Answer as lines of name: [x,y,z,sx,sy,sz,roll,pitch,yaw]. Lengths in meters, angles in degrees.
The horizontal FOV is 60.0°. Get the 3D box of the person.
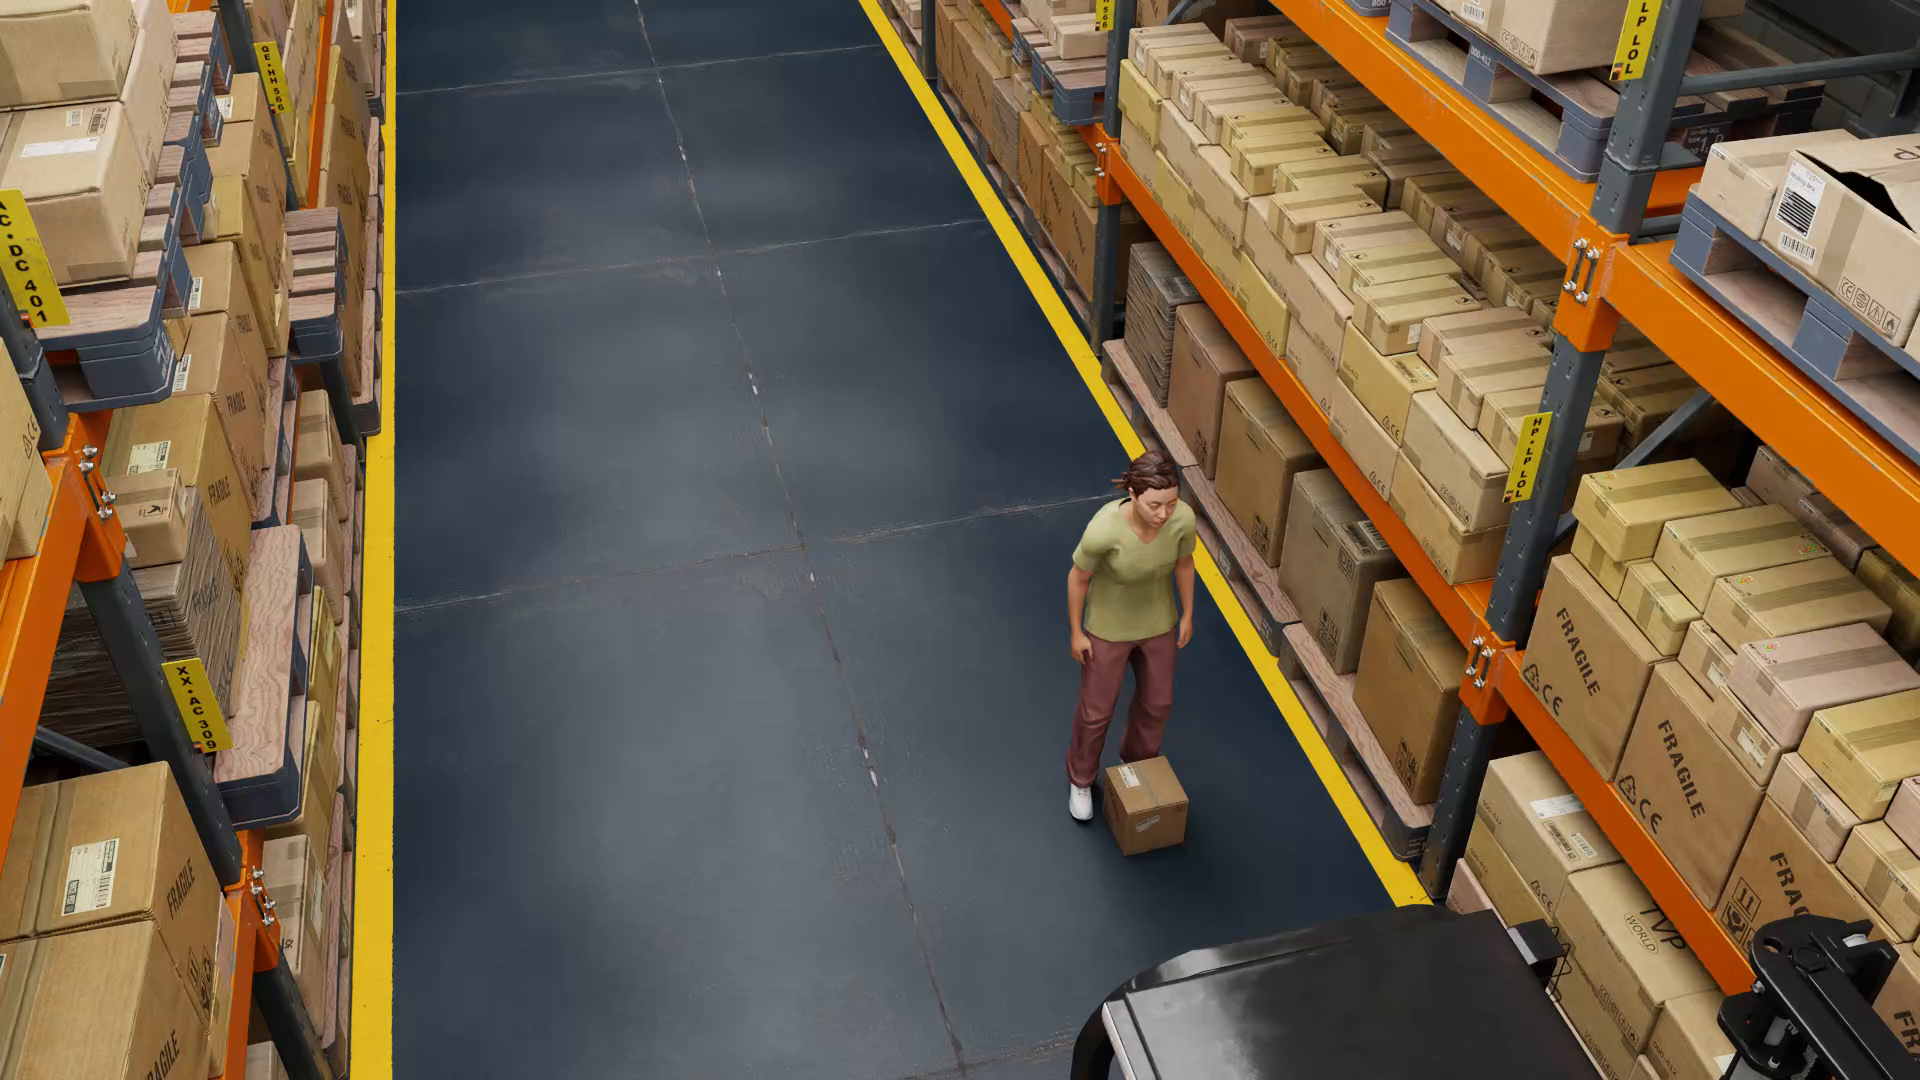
person: [0.652,0.341,6.283,0.499,1.673,0.357,-9,39,-11]
